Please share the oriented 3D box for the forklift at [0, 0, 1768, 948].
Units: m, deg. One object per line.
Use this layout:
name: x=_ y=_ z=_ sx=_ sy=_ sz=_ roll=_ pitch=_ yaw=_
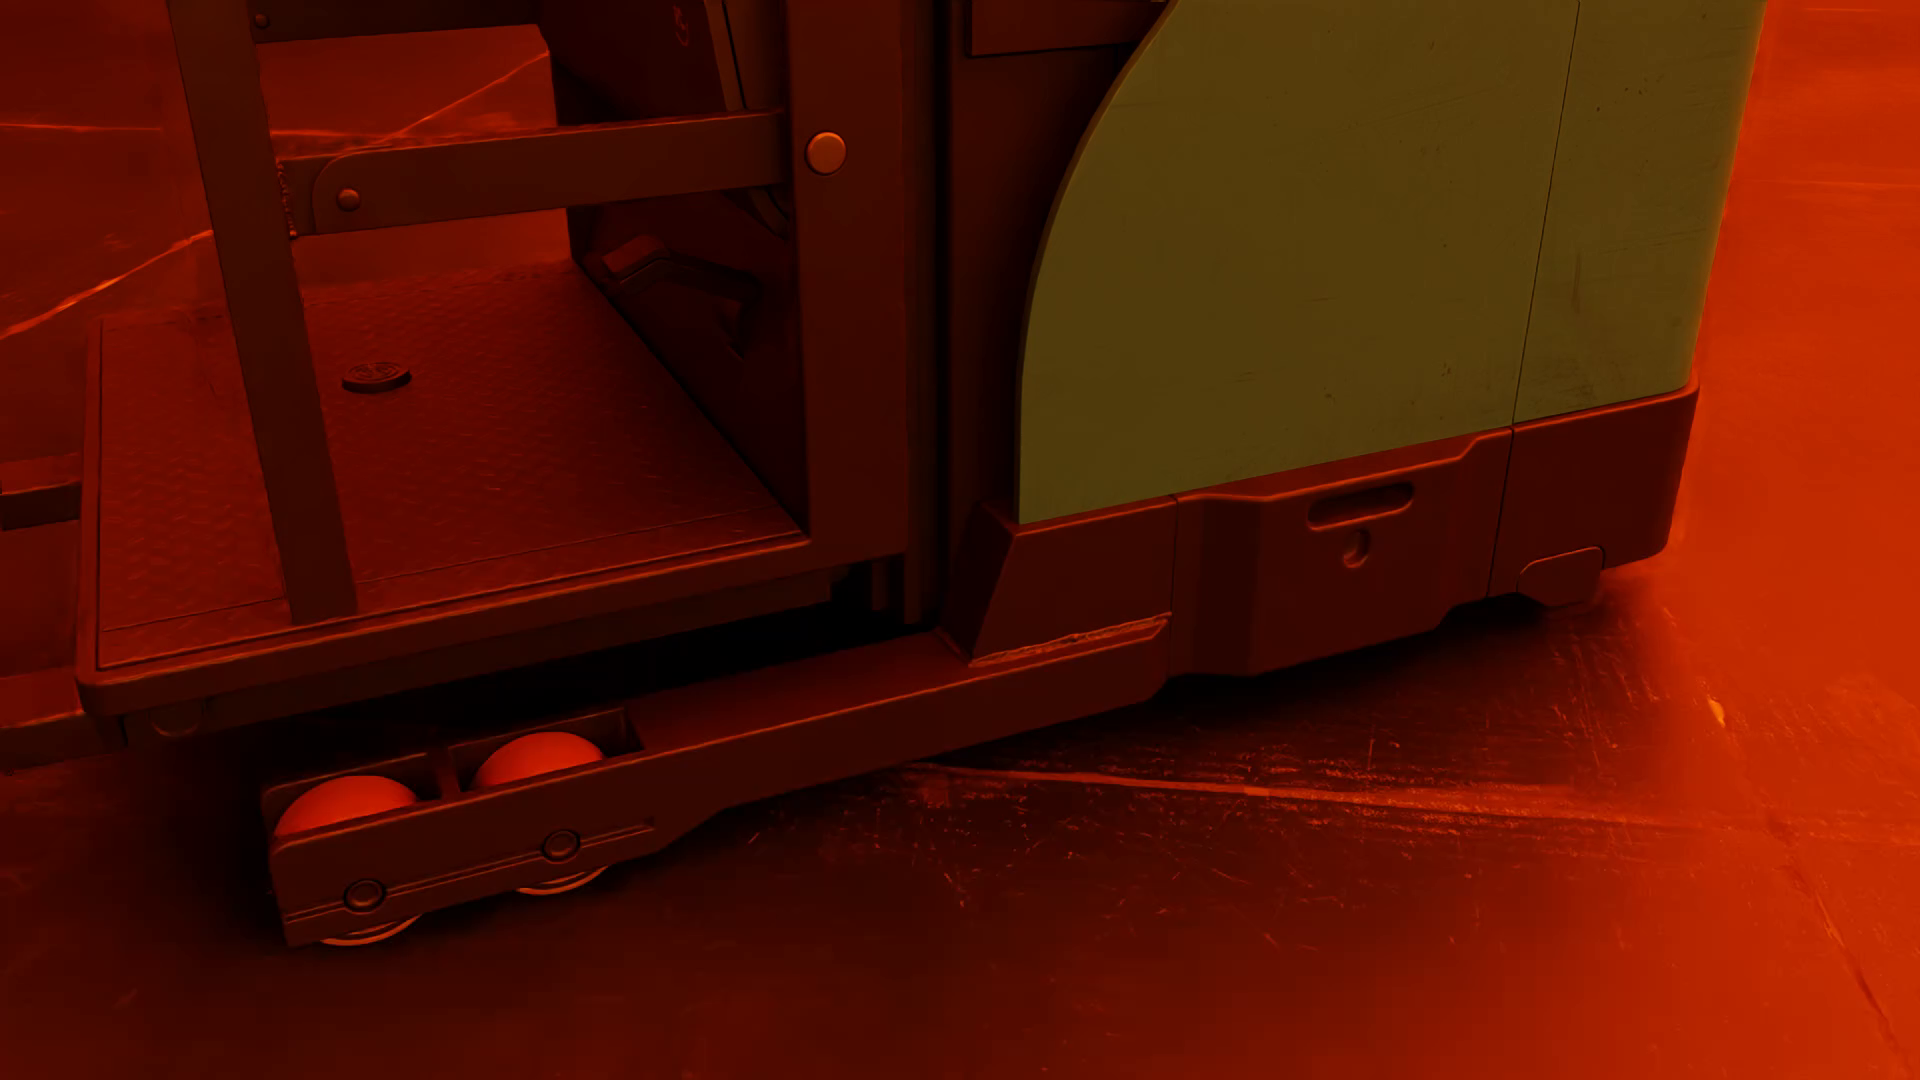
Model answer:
forklift: x=-0.560 y=-1.172 z=1.565 sx=3.031 sy=2.935 sz=1.130 roll=-12 pitch=29 yaw=-22
